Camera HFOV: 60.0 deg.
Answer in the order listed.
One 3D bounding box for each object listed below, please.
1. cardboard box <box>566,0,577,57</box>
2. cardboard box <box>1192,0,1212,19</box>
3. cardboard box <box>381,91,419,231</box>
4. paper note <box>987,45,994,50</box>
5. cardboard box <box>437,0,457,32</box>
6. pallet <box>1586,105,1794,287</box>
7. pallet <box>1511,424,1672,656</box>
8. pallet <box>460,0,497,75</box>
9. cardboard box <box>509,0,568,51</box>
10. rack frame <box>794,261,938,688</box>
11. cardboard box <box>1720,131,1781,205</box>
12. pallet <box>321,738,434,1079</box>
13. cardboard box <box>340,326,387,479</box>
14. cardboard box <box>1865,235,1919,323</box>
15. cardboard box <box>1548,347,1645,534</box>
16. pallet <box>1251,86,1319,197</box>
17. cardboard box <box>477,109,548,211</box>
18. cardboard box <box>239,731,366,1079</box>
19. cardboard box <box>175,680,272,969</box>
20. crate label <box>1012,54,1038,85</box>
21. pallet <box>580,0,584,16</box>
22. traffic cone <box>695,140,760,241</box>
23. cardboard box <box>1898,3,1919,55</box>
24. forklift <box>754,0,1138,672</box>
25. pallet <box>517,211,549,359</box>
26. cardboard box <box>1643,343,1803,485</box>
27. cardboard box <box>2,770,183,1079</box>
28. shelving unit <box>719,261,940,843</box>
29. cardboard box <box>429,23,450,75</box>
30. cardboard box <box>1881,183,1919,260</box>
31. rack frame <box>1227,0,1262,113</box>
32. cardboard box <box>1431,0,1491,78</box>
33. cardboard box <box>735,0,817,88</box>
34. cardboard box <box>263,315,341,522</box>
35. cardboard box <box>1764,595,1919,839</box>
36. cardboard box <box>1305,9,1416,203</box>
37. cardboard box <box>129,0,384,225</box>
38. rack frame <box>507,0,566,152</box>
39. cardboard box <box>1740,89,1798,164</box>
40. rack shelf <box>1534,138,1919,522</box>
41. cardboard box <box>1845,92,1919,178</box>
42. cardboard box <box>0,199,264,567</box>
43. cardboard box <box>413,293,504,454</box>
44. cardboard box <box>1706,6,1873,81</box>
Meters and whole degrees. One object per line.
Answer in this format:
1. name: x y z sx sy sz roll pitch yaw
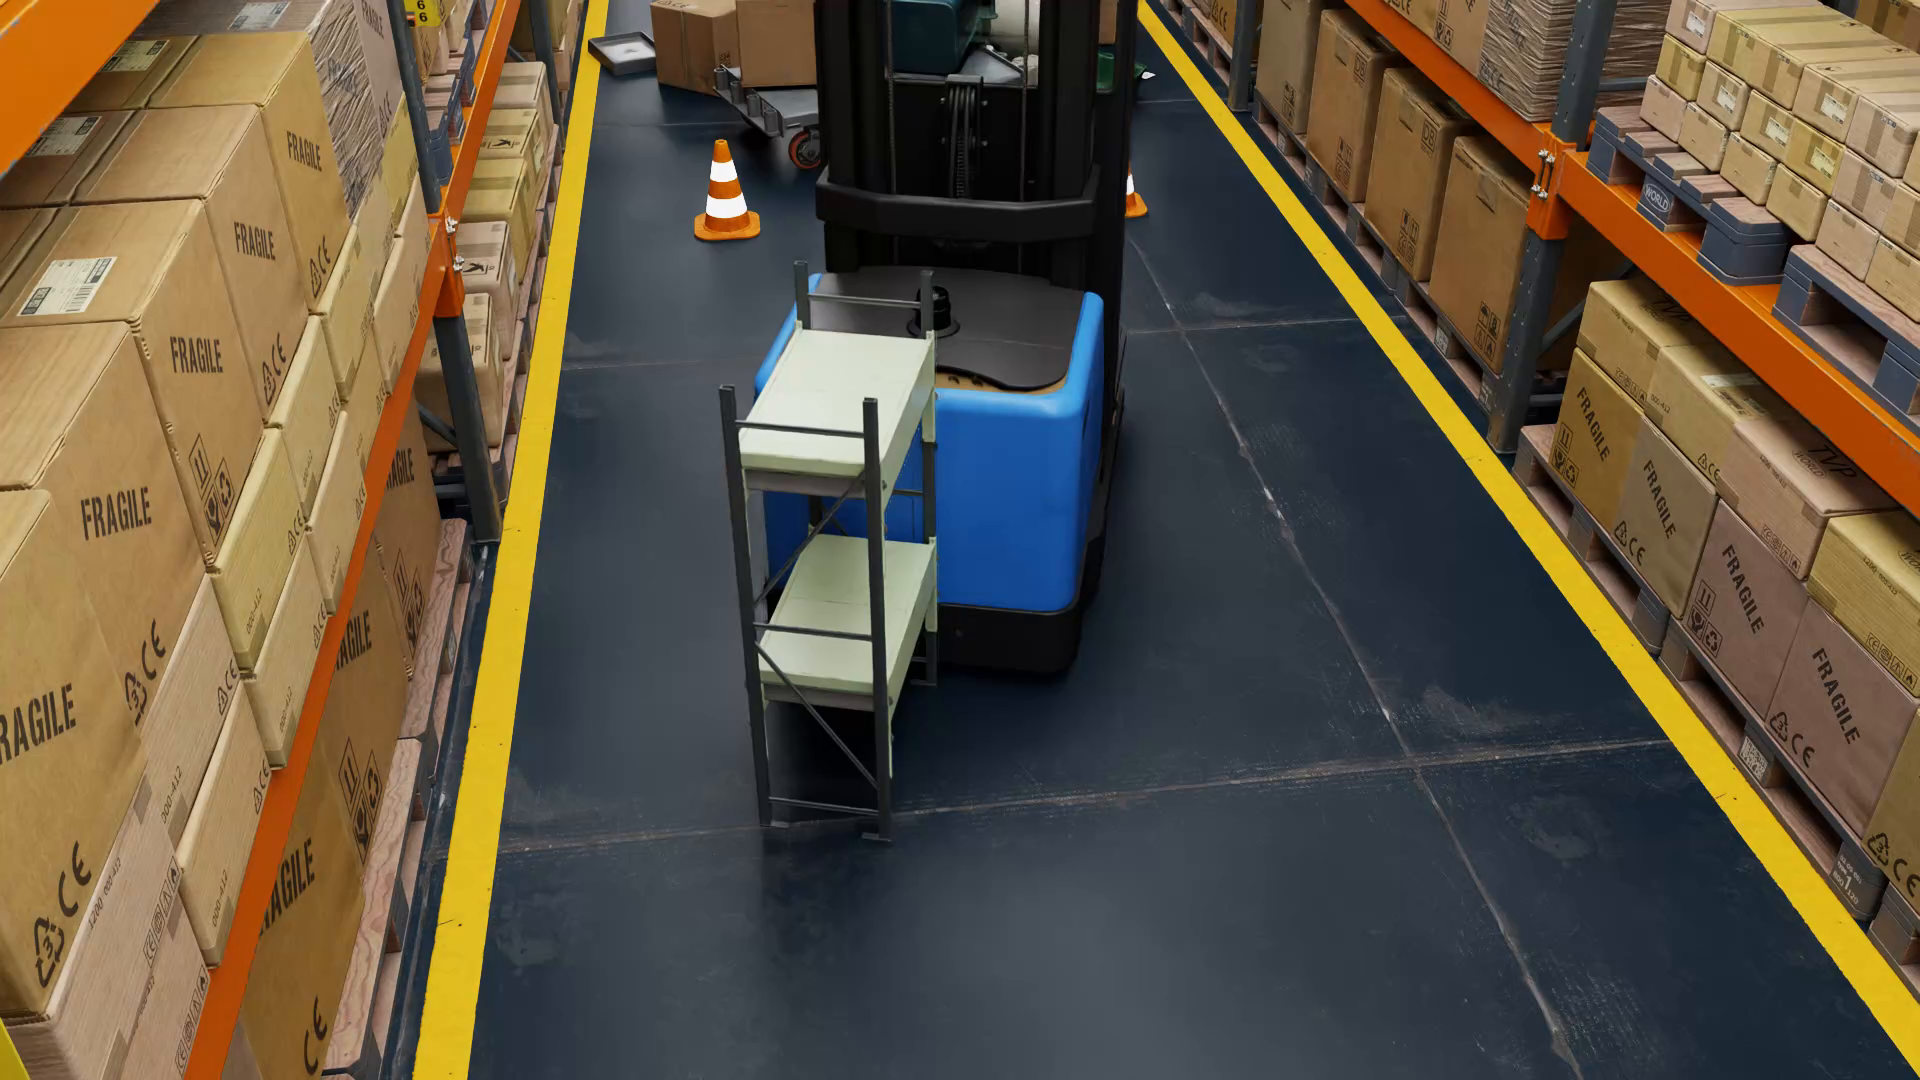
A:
1. cardboard box: -2.657 -3.136 10.257 0.500 0.250 0.500 -3 34 -4
2. cardboard box: 1.989 -4.038 11.026 0.875 0.875 0.875 -4 34 -6
3. cardboard box: -1.907 -1.114 4.910 0.500 0.250 0.500 -4 35 -7
4. paper note: 0.133 -3.273 11.032 0.172 0.023 0.155 7 35 10
5. cardboard box: -2.132 -2.117 5.967 0.500 0.500 0.500 -3 34 -4
6. pallet: 2.869 -1.183 5.492 1.213 0.211 1.003 -4 35 -6
7. pallet: 2.771 -0.063 6.155 1.003 0.211 1.213 -4 35 -6
8. pallet: -2.531 -2.243 7.047 1.003 0.211 1.213 -4 35 -6
9. cardboard box: -2.574 -3.149 9.610 0.500 0.500 0.500 -3 34 -4
10. rack frame: -0.274 -0.154 5.139 0.400 1.500 0.023 6 35 8
11. cardboard box: 2.600 -1.156 5.133 0.380 0.149 0.250 -3 34 -4
12. pallet: -2.032 1.057 4.511 1.003 0.211 1.213 -4 35 -6
13. cardboard box: -1.763 -0.330 4.203 0.500 0.250 0.500 -5 35 -7
14. cardboard box: 2.708 -0.717 4.488 0.380 0.149 0.250 -4 34 -6
15. cardboard box: 2.510 -0.378 5.988 0.500 0.500 0.500 -6 35 -8
16. pallet: 2.308 -2.306 9.447 1.003 0.211 1.213 -4 35 -6
17. cardboard box: -2.589 -1.847 8.257 0.950 0.372 0.625 -2 34 -3
18. cardboard box: -1.978 0.873 3.819 0.875 0.875 0.875 -3 34 -5
19. cardboard box: -1.555 0.520 2.957 0.500 0.250 0.500 -5 35 -8
20. crate label: 0.452 -2.953 10.461 0.250 0.136 0.298 27 43 34
21. pallet: -3.216 -4.034 11.982 1.003 0.211 1.213 -4 35 -6
22. traffic cone: -1.208 -1.818 8.507 0.336 0.463 0.334 -4 35 -6
23. cardboard box: 3.219 -1.588 5.238 0.380 0.149 0.250 -5 35 -7
24. forklift: 0.088 -1.594 5.986 1.130 2.935 3.031 5 35 7
25. pallet: -2.489 -1.183 7.799 1.003 0.211 1.213 -4 35 -6
26. cardboard box: 2.588 -0.416 5.378 0.500 0.250 0.500 -5 35 -7
27. cardboard box: -1.466 0.600 2.395 0.500 0.250 0.500 -5 35 -8
28. shelving unit: -0.338 0.050 4.842 0.431 1.500 0.755 6 35 8
29. cardboard box: -2.079 -1.802 6.081 0.380 0.149 0.250 -7 35 -9
30. cardboard box: 2.708 -0.841 4.406 0.380 0.149 0.250 -5 35 -7
31. rack frame: 2.129 -3.884 9.285 1.000 3.000 0.127 -4 35 -6
32. cardboard box: 2.275 -2.202 6.729 0.500 0.500 0.500 -4 35 -6
33. cardboard box: -1.002 -2.884 9.365 0.500 0.500 0.500 -4 35 -6
34. cardboard box: -1.675 -0.254 3.648 0.500 0.250 0.500 -5 35 -8
35. cardboard box: 2.723 0.473 4.739 0.500 0.500 0.500 -5 35 -7
36. cardboard box: 2.428 -2.249 8.512 1.050 0.750 0.750 -4 35 -6
37. cardboard box: -1.818 -1.120 4.254 0.500 0.500 0.500 -4 34 -6
38. rack frame: -2.762 -3.452 8.652 1.000 3.000 0.127 -4 35 -6
39. cardboard box: 2.611 -1.259 5.020 0.380 0.149 0.250 -5 35 -8
40. rack shelf: 2.936 -0.238 4.575 1.077 0.370 4.000 -4 35 -6
41. cardboard box: 2.678 -1.109 4.535 0.380 0.149 0.250 -3 34 -4
42. cardboard box: -1.621 -0.272 3.009 0.500 0.500 0.500 -5 35 -8
43. cardboard box: -2.290 -0.624 6.462 0.950 0.372 0.625 -7 35 -10
44. cardboard box: 2.576 -1.545 5.175 0.380 0.149 0.250 -5 35 -8
